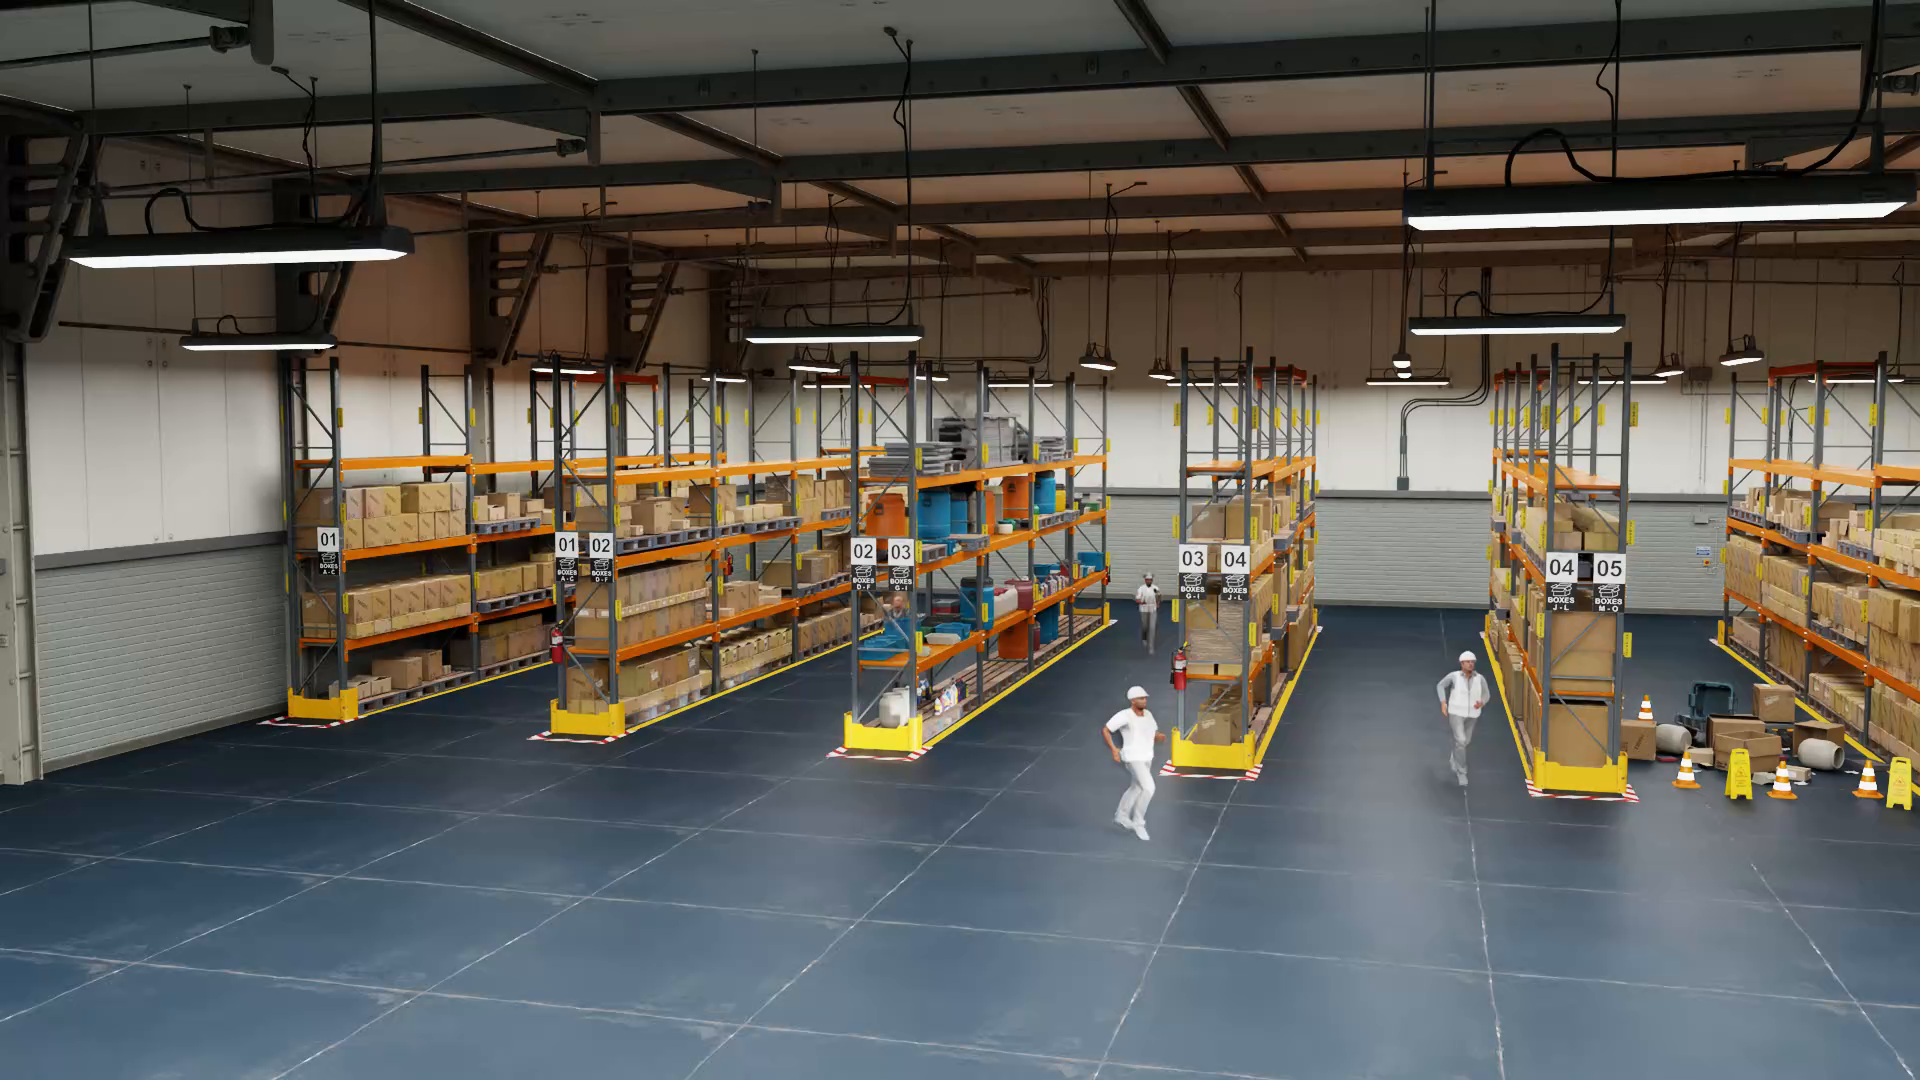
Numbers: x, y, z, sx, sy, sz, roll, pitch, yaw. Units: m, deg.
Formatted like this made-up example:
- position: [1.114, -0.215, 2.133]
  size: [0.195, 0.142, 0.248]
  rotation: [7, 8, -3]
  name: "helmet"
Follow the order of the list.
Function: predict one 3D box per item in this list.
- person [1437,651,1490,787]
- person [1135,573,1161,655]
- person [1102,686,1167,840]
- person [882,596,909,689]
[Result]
- position: [6.982, 2.433, 22.997]
  size: [0.663, 1.810, 0.878]
  rotation: [0, 4, -5]
  name: "person"
- position: [4.018, 1.539, 35.434]
  size: [0.579, 1.698, 0.924]
  rotation: [0, 4, 2]
  name: "person"
- position: [2.132, 2.664, 19.930]
  size: [0.751, 1.820, 0.669]
  rotation: [4, 6, 41]
  name: "person"
- position: [-1.140, 1.884, 30.912]
  size: [0.676, 1.689, 0.971]
  rotation: [1, 4, 14]
  name: "person"
